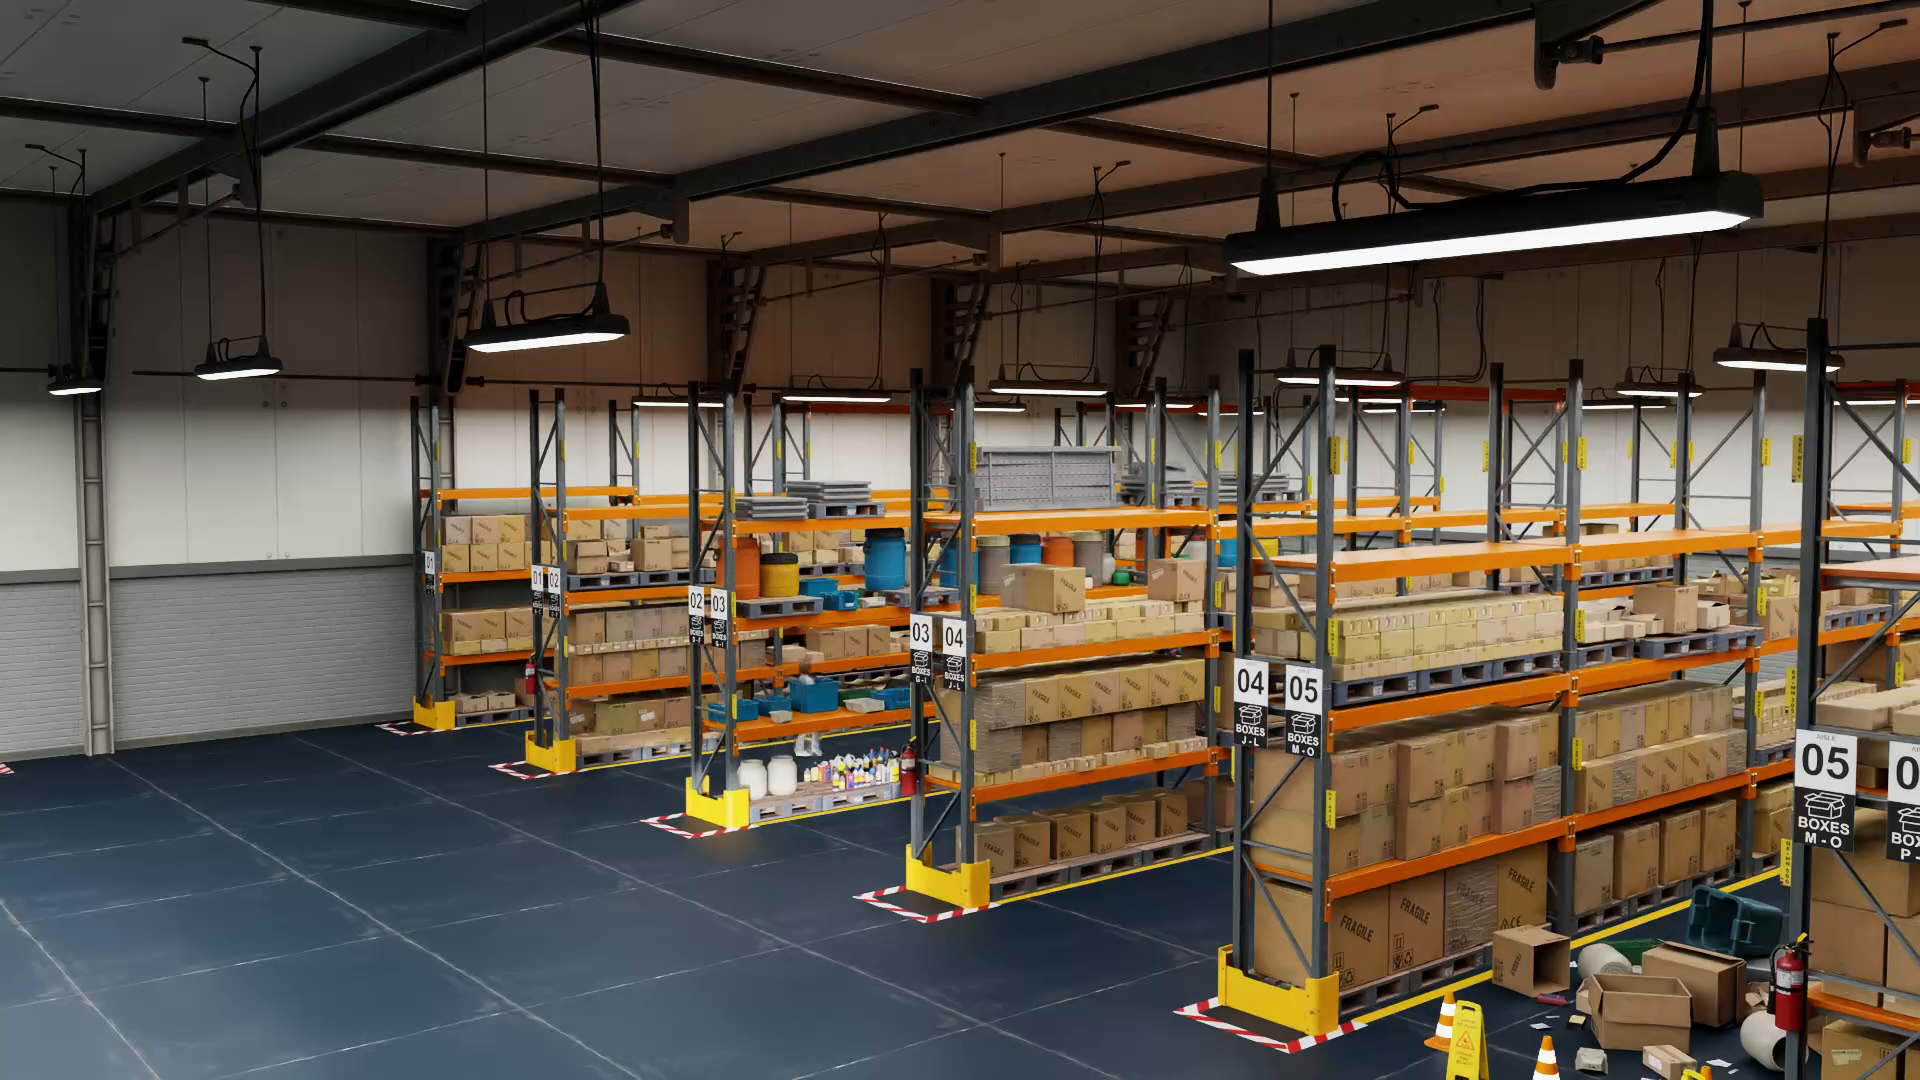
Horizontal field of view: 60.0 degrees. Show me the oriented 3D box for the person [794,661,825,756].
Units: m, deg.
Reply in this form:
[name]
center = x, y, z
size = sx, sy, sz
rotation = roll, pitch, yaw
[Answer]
[person]
center = -2.456, 2.779, 27.188
size = 0.522, 1.630, 0.413
rotation = 0, 3, -5
